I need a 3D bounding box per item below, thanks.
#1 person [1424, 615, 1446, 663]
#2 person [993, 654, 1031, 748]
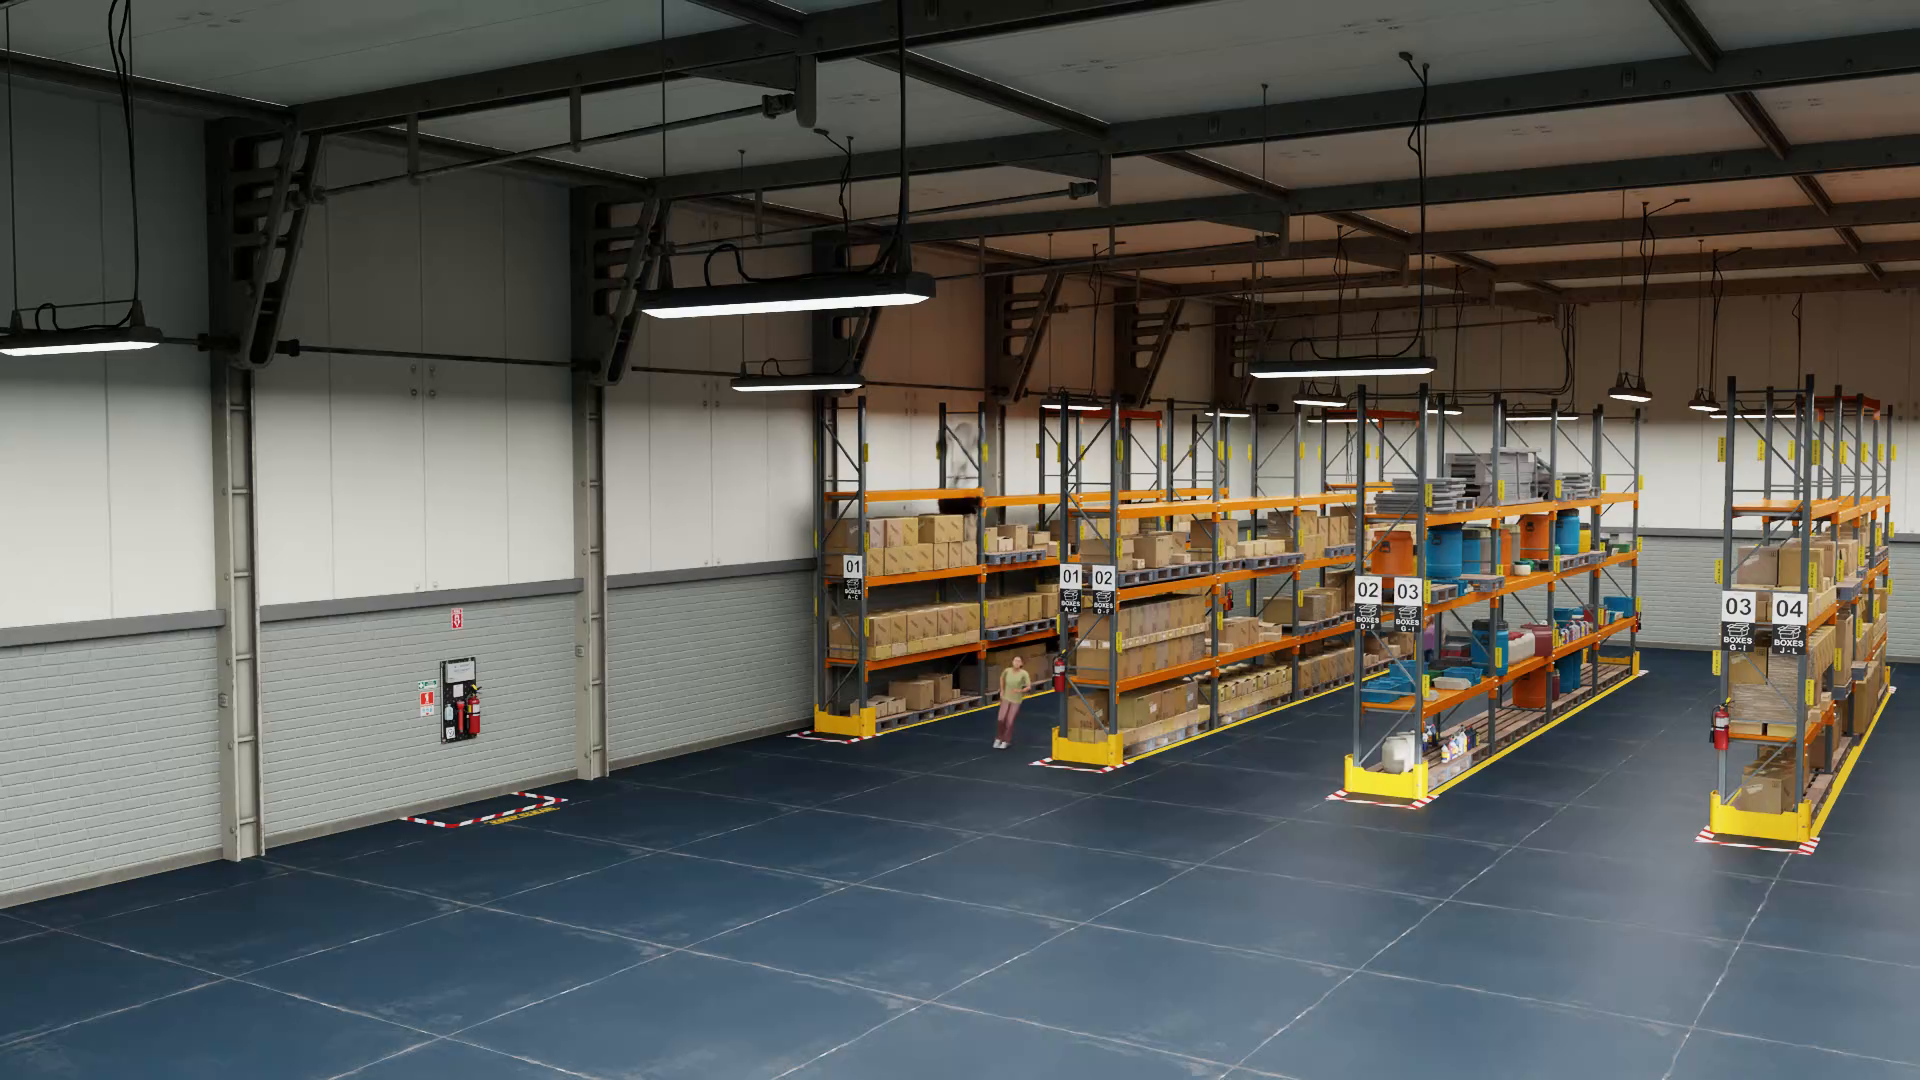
[{"bbox_3d":[10.012,2.341,35.388,0.545,1.589,0.813,2,4,33],"label":"person"},{"bbox_3d":[0.885,2.717,28.065,0.649,1.610,0.588,1,3,11],"label":"person"}]
